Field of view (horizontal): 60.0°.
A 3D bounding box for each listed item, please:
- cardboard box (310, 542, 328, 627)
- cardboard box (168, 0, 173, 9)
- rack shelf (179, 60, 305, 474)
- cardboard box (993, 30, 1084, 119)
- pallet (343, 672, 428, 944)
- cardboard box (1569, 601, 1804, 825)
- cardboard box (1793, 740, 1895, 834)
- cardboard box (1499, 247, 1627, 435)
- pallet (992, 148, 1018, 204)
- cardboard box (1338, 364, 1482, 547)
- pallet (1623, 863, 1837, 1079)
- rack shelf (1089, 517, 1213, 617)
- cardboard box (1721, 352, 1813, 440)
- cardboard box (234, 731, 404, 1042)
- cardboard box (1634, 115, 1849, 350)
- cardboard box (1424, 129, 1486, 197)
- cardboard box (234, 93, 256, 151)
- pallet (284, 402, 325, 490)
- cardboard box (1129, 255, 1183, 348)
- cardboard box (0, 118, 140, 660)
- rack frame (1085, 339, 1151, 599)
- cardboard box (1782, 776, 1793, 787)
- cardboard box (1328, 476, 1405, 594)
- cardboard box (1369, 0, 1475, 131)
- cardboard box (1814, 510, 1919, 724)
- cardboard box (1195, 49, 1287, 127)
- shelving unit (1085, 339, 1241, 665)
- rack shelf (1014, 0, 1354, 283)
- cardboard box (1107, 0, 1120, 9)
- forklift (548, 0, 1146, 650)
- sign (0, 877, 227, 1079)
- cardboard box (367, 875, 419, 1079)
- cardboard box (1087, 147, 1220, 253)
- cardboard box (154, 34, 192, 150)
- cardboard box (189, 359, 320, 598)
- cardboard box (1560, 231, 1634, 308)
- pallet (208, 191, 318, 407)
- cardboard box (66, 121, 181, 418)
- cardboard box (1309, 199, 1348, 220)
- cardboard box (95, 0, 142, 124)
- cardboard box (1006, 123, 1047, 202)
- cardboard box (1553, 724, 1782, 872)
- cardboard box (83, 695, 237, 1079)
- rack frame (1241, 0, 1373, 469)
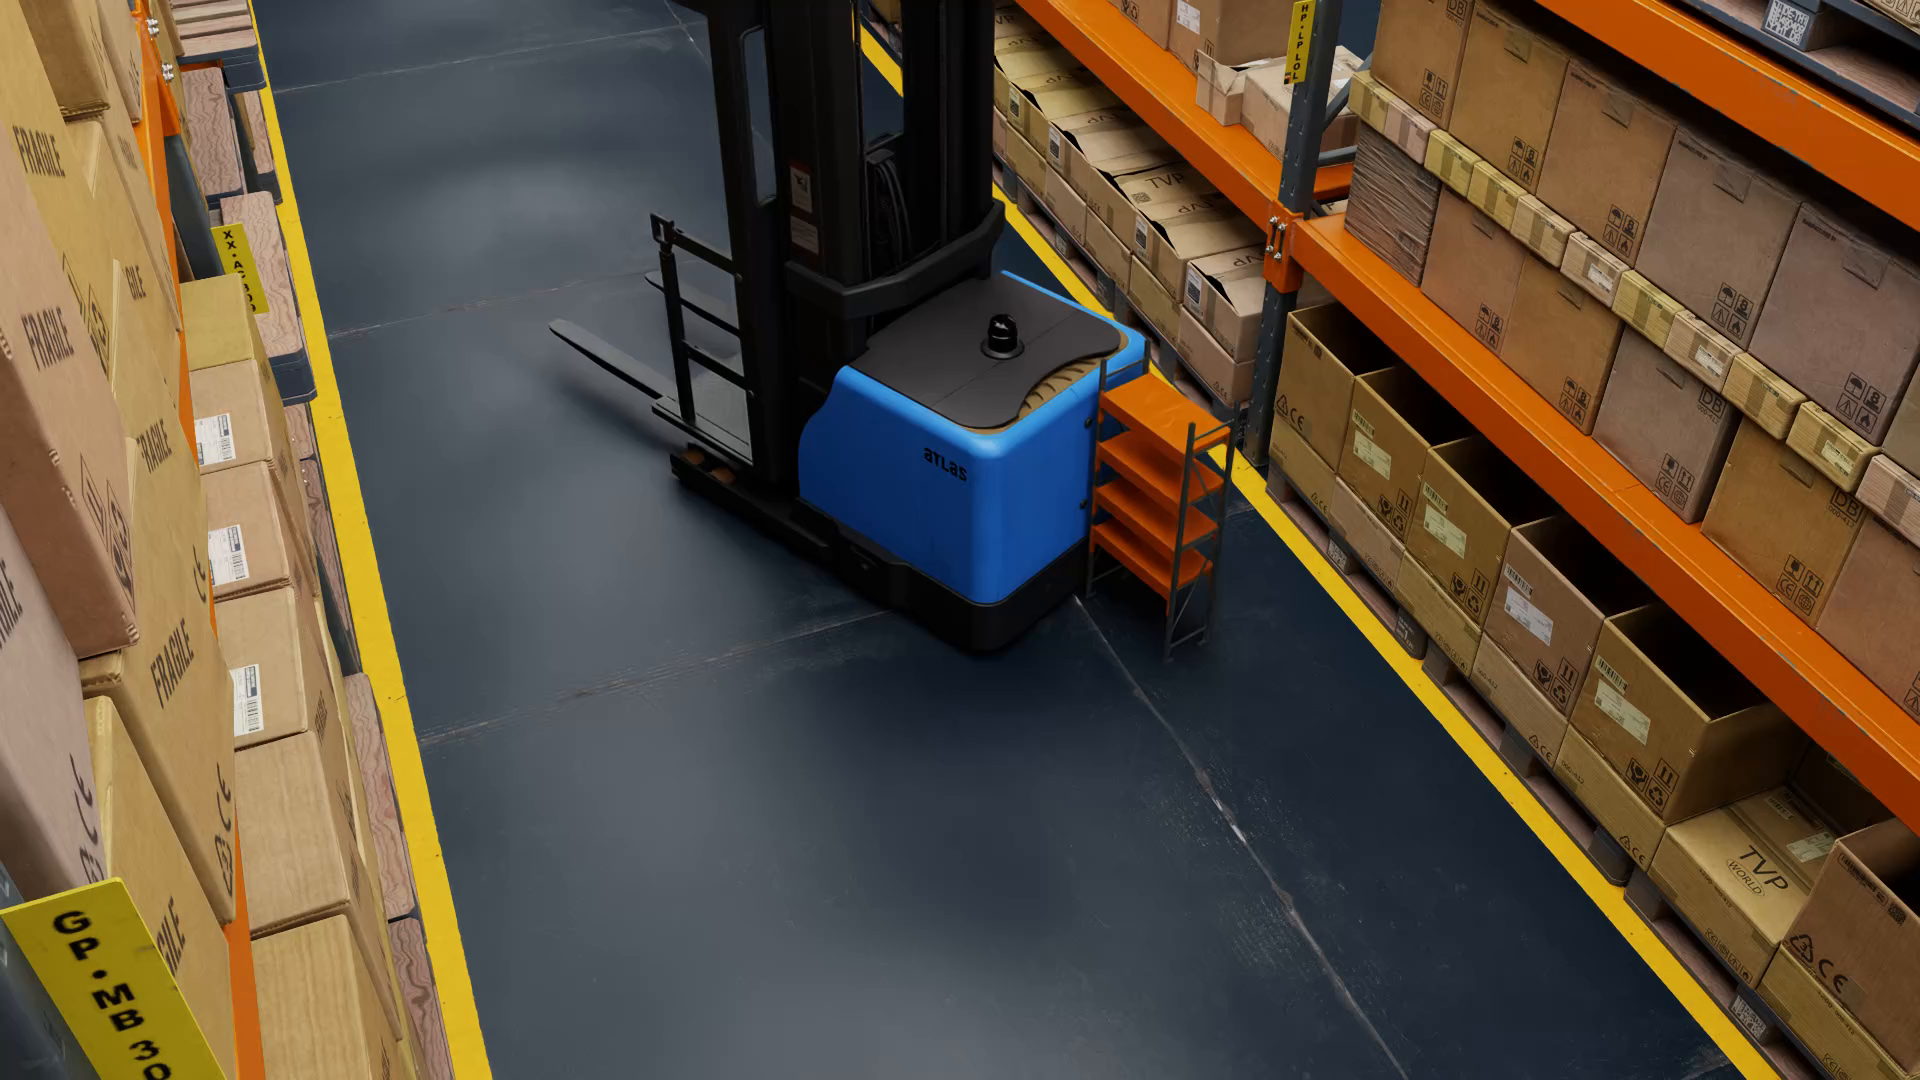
[{"bbox_3d":[-2.140,0.176,4.845,0.500,0.250,0.500,-15,43,-17],"label":"cardboard box"},{"bbox_3d":[-4.126,-2.719,7.697,0.700,0.500,0.500,-20,45,-22],"label":"cardboard box"},{"bbox_3d":[-3.550,-1.317,7.033,1.077,0.370,4.000,-15,43,-17],"label":"rack shelf"},{"bbox_3d":[0.398,-2.659,9.399,0.500,0.311,0.500,-16,43,-18],"label":"cardboard box"},{"bbox_3d":[-2.495,1.068,5.847,1.003,0.211,1.213,-15,43,-17],"label":"pallet"},{"bbox_3d":[2.445,0.537,5.536,0.500,0.500,0.500,-15,43,-17],"label":"cardboard box"},{"bbox_3d":[3.129,0.706,5.340,0.500,0.500,0.500,-15,43,-17],"label":"cardboard box"},{"bbox_3d":[2.363,-0.776,5.776,0.700,0.500,0.500,-14,43,-16],"label":"cardboard box"},{"bbox_3d":[0.539,-2.470,9.961,1.003,0.211,1.213,-15,43,-17],"label":"pallet"},{"bbox_3d":[1.878,-0.368,6.589,0.500,0.500,0.500,-15,43,-17],"label":"cardboard box"},{"bbox_3d":[2.990,1.393,5.468,1.003,0.211,1.213,-15,43,-17],"label":"pallet"},{"bbox_3d":[0.768,0.071,6.655,0.258,0.148,0.480,-26,47,-27],"label":"rack shelf"},{"bbox_3d":[2.502,-0.460,4.910,0.380,0.149,0.250,-14,43,-16],"label":"cardboard box"},{"bbox_3d":[-1.531,0.813,3.528,0.500,0.500,0.500,-16,43,-18],"label":"cardboard box"},{"bbox_3d":[2.543,-0.981,5.018,0.700,0.500,0.500,-15,43,-17],"label":"cardboard box"},{"bbox_3d":[1.911,-1.391,5.993,0.380,0.149,0.250,-16,43,-18],"label":"cardboard box"},{"bbox_3d":[-4.475,-2.615,9.317,0.750,0.750,0.750,-16,43,-17],"label":"cardboard box"},{"bbox_3d":[-3.554,-0.533,7.708,1.003,0.211,1.213,-15,43,-17],"label":"pallet"},{"bbox_3d":[1.173,-1.223,8.158,0.500,0.250,0.500,-16,43,-18],"label":"cardboard box"},{"bbox_3d":[-1.322,-0.145,1.959,0.500,0.500,0.500,-16,43,-17],"label":"cardboard box"},{"bbox_3d":[0.624,-0.258,6.630,0.240,1.200,0.015,-26,47,-27],"label":"rack frame"},{"bbox_3d":[2.936,0.689,5.935,0.500,0.250,0.500,-15,43,-17],"label":"cardboard box"},{"bbox_3d":[1.875,-0.083,6.832,0.500,0.250,0.500,-15,43,-17],"label":"cardboard box"},{"bbox_3d":[1.967,-1.888,6.073,0.700,0.500,0.500,-15,43,-17],"label":"cardboard box"},{"bbox_3d":[2.949,0.149,4.700,0.700,0.500,0.500,-14,43,-16],"label":"cardboard box"},{"bbox_3d":[1.285,-2.056,7.444,0.396,0.266,0.258,-16,43,-18],"label":"cardboard box"},{"bbox_3d":[0.768,-0.130,6.481,0.258,1.200,0.503,-26,47,-27],"label":"shelving unit"},{"bbox_3d":[1.026,-2.556,8.473,1.077,0.370,4.000,-15,43,-17],"label":"rack shelf"},{"bbox_3d":[0.918,-3.064,8.436,0.500,0.500,0.500,-17,44,-19],"label":"cardboard box"},{"bbox_3d":[-0.668,-1.502,6.748,3.031,2.935,1.130,30,49,30],"label":"forklift"},{"bbox_3d":[-0.753,0.420,1.490,0.100,0.325,0.005,-15,43,-17],"label":"sign"},{"bbox_3d":[-1.549,1.083,3.790,0.500,0.250,0.500,-16,43,-18],"label":"cardboard box"},{"bbox_3d":[0.977,-1.738,8.328,0.500,0.311,0.500,-15,43,-17],"label":"cardboard box"},{"bbox_3d":[-3.436,-1.633,6.434,0.700,0.500,0.500,-10,42,-11],"label":"cardboard box"},{"bbox_3d":[-2.122,-0.114,4.606,0.500,0.500,0.500,-15,43,-17],"label":"cardboard box"},{"bbox_3d":[2.212,-0.922,5.447,0.380,0.149,0.250,-16,43,-18],"label":"cardboard box"},{"bbox_3d":[-2.942,-0.809,6.038,1.003,0.211,1.213,-15,43,-17],"label":"pallet"},{"bbox_3d":[-1.750,-0.384,3.004,0.500,0.500,0.500,-13,42,-14],"label":"cardboard box"},{"bbox_3d":[1.676,-1.567,8.128,0.500,0.311,0.500,-16,43,-17],"label":"cardboard box"},{"bbox_3d":[-2.362,-1.324,4.097,0.500,0.500,0.500,-14,43,-16],"label":"cardboard box"},{"bbox_3d":[0.587,-2.147,9.233,0.500,0.250,0.500,-16,43,-18],"label":"cardboard box"},{"bbox_3d":[2.448,0.821,5.781,0.500,0.250,0.500,-15,43,-17],"label":"cardboard box"},{"bbox_3d":[-1.151,0.577,1.885,0.500,0.500,0.500,-14,43,-16],"label":"cardboard box"},{"bbox_3d":[1.791,-1.624,6.837,1.000,3.000,0.127,-15,43,-17],"label":"rack frame"}]
